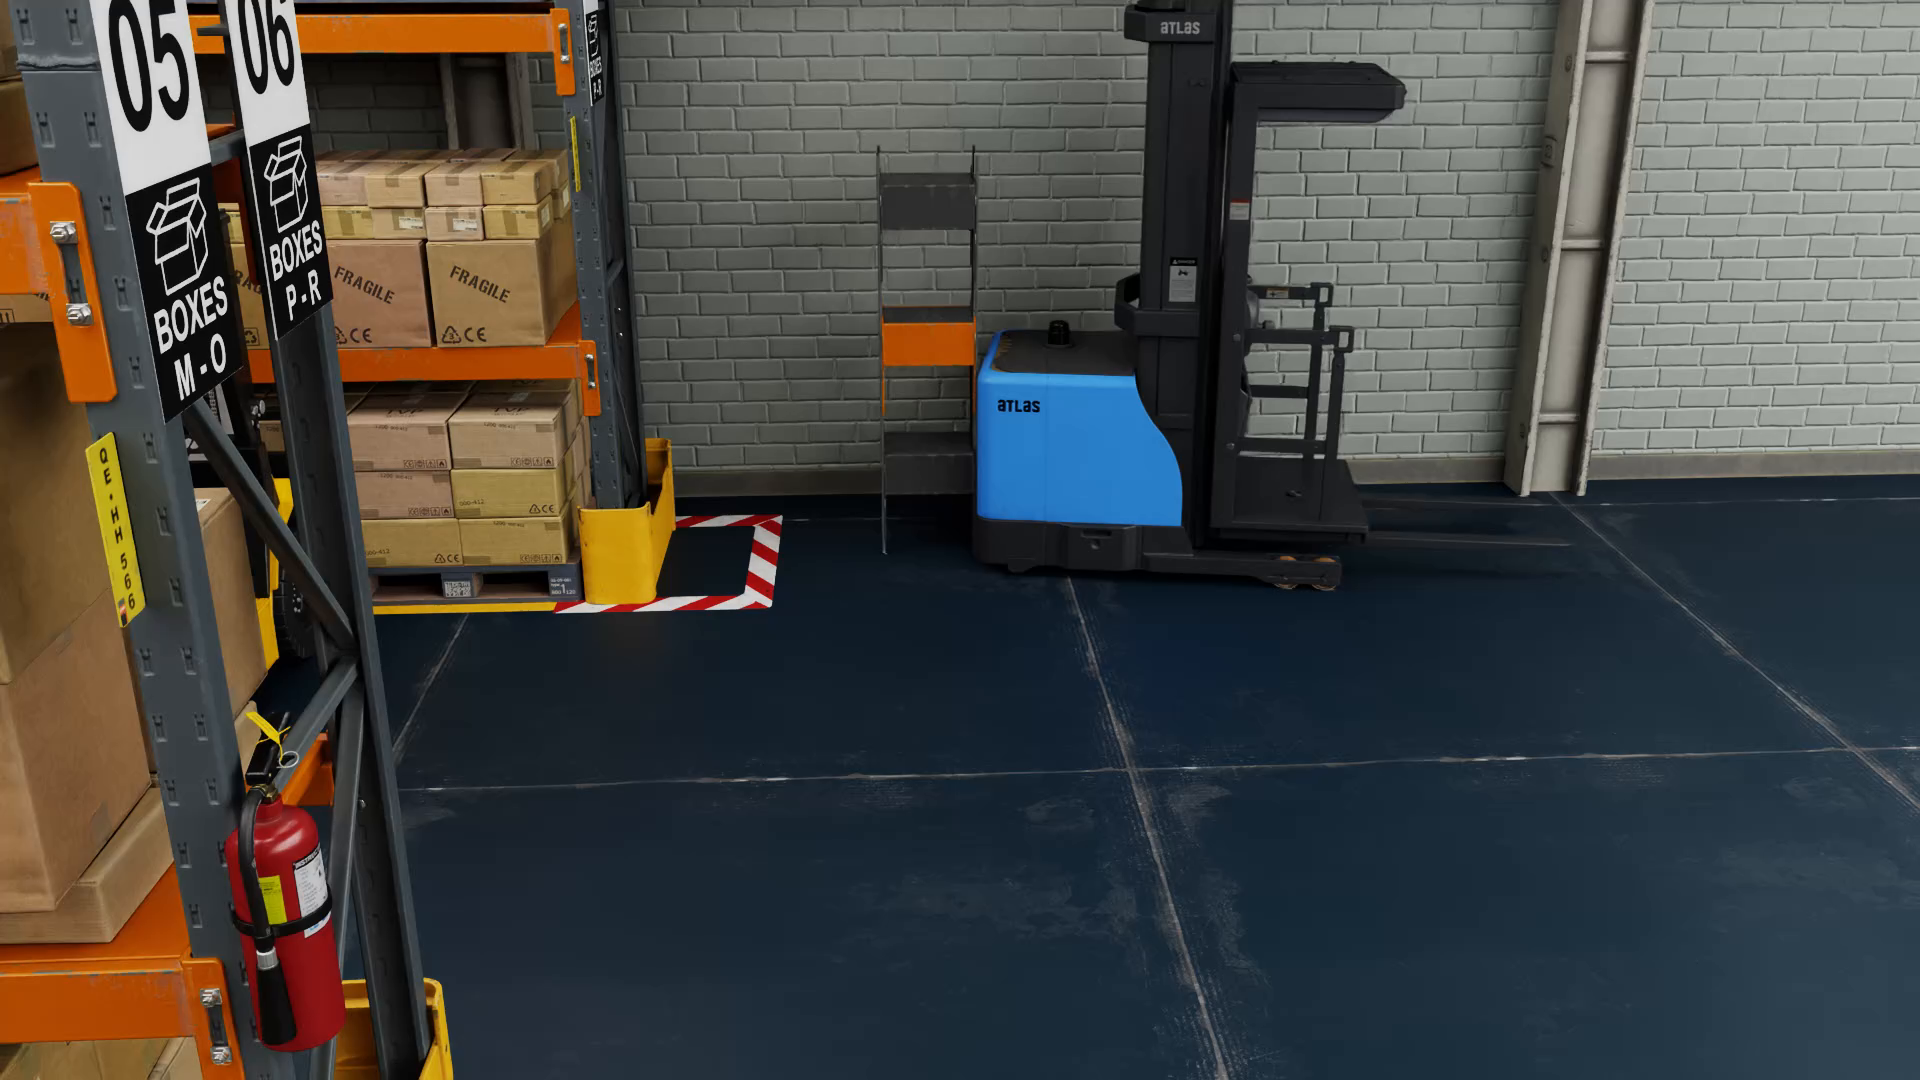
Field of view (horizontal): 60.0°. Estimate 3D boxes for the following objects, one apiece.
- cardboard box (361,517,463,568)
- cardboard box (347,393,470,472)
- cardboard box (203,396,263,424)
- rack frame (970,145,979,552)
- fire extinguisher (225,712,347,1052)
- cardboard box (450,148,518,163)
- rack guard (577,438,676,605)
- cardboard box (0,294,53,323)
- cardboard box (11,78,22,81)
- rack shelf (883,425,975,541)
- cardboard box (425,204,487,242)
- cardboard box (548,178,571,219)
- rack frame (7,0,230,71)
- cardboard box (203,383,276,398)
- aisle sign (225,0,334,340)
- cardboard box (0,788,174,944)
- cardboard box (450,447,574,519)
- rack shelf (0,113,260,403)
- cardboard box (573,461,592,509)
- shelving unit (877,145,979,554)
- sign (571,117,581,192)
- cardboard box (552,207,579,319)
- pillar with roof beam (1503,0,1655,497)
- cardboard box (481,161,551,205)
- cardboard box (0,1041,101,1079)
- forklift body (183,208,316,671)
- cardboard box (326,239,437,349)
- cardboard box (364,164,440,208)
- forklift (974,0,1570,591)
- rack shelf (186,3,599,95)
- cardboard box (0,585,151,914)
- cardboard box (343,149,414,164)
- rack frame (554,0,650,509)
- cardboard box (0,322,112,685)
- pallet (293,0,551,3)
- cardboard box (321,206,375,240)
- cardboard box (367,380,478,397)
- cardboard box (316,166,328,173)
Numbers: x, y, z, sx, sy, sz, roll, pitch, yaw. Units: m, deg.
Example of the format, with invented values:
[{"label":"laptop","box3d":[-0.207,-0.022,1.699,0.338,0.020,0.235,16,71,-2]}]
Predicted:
[{"label":"cardboard box","box3d":[-2.706,-0.071,8.365,0.500,0.250,0.500,-1,21,-3]},{"label":"cardboard box","box3d":[-2.709,-0.534,8.177,0.500,0.250,0.500,-1,21,-2]},{"label":"cardboard box","box3d":[-3.718,-0.513,8.121,0.500,0.250,0.500,-2,21,-4]},{"label":"rack frame","box3d":[0.075,-0.982,8.749,0.015,2.100,0.400,-1,21,-2]},{"label":"fire extinguisher","box3d":[-1.330,0.673,3.247,0.183,0.674,0.296,-1,21,-3]},{"label":"cardboard box","box3d":[-2.374,-1.863,8.328,0.250,0.149,0.380,0,21,-1]},{"label":"rack guard","box3d":[-1.734,-0.120,8.735,0.348,0.500,1.175,-1,21,-3]},{"label":"cardboard box","box3d":[-4.269,-1.197,7.909,0.500,0.500,0.500,-1,21,-4]},{"label":"cardboard box","box3d":[-1.820,-0.918,3.454,0.250,0.149,0.380,-1,21,-3]},{"label":"rack shelf","box3d":[-0.170,-0.312,8.993,0.480,0.518,0.431,-1,21,-2]},{"label":"cardboard box","box3d":[-2.341,-1.516,7.834,0.250,0.149,0.380,-1,21,-2]},{"label":"cardboard box","box3d":[-2.111,-1.723,8.379,0.250,0.149,0.380,-2,21,-4]},{"label":"rack frame","box3d":[-1.470,-2.329,2.590,0.127,3.000,1.000,-1,21,-3]},{"label":"cardboard box","box3d":[-3.759,-0.698,8.608,0.500,0.250,0.500,-2,21,-4]},{"label":"aisle sign","box3d":[-1.426,-0.851,3.487,0.004,0.787,0.394,-1,21,-3]},{"label":"cardboard box","box3d":[-1.832,0.676,3.483,0.250,0.149,0.380,0,21,-1]},{"label":"cardboard box","box3d":[-2.226,-0.312,8.296,0.500,0.250,0.500,-1,21,-4]},{"label":"rack shelf","box3d":[-3.467,-0.550,3.145,4.000,0.370,1.077,-1,21,-3]},{"label":"cardboard box","box3d":[-2.259,-0.259,8.859,0.500,0.250,0.500,-1,21,-3]},{"label":"shelving unit","box3d":[-0.169,-0.979,8.739,0.503,2.100,0.431,-1,21,-2]},{"label":"sign","box3d":[-1.740,-1.747,7.533,0.005,0.325,0.100,-1,21,-3]},{"label":"cardboard box","box3d":[-2.268,-1.423,8.503,0.500,0.500,0.500,0,21,-1]},{"label":"pillar with roof beam","box3d":[3.732,-2.990,4.328,0.400,9.000,9.100,-1,21,-3]},{"label":"cardboard box","box3d":[-2.103,-1.695,7.887,0.250,0.149,0.380,-1,21,-3]},{"label":"cardboard box","box3d":[-2.255,1.322,3.652,0.500,0.500,0.500,-1,21,-3]},{"label":"forklift body","box3d":[-3.547,-0.205,6.636,1.214,2.155,2.313,-1,21,-3]},{"label":"cardboard box","box3d":[-2.752,-1.224,7.980,0.500,0.500,0.500,-1,21,-1]},{"label":"cardboard box","box3d":[-2.607,-1.664,7.805,0.250,0.149,0.380,-1,21,-2]},{"label":"forklift","box3d":[1.626,-1.312,8.447,3.031,2.935,1.130,2,21,6]},{"label":"rack shelf","box3d":[-3.754,-2.313,7.776,4.000,0.370,1.077,-1,21,-3]},{"label":"cardboard box","box3d":[-1.997,0.398,3.301,0.500,0.500,0.500,-2,21,-4]},{"label":"cardboard box","box3d":[-2.879,-1.843,8.275,0.250,0.149,0.380,-1,21,-3]},{"label":"rack frame","box3d":[-1.758,-1.288,8.288,0.127,3.000,1.000,-1,21,-3]},{"label":"cardboard box","box3d":[-1.968,-0.090,3.178,0.500,0.500,0.700,-2,21,-4]},{"label":"pallet","box3d":[-2.465,-2.643,7.757,1.213,0.211,1.003,-1,21,-3]},{"label":"cardboard box","box3d":[-2.852,-1.531,7.875,0.250,0.149,0.380,-1,21,-3]},{"label":"cardboard box","box3d":[-2.747,-0.713,8.646,0.500,0.250,0.500,-1,21,-3]},{"label":"cardboard box","box3d":[-3.114,-1.640,7.744,0.250,0.149,0.380,-1,21,-2]}]
